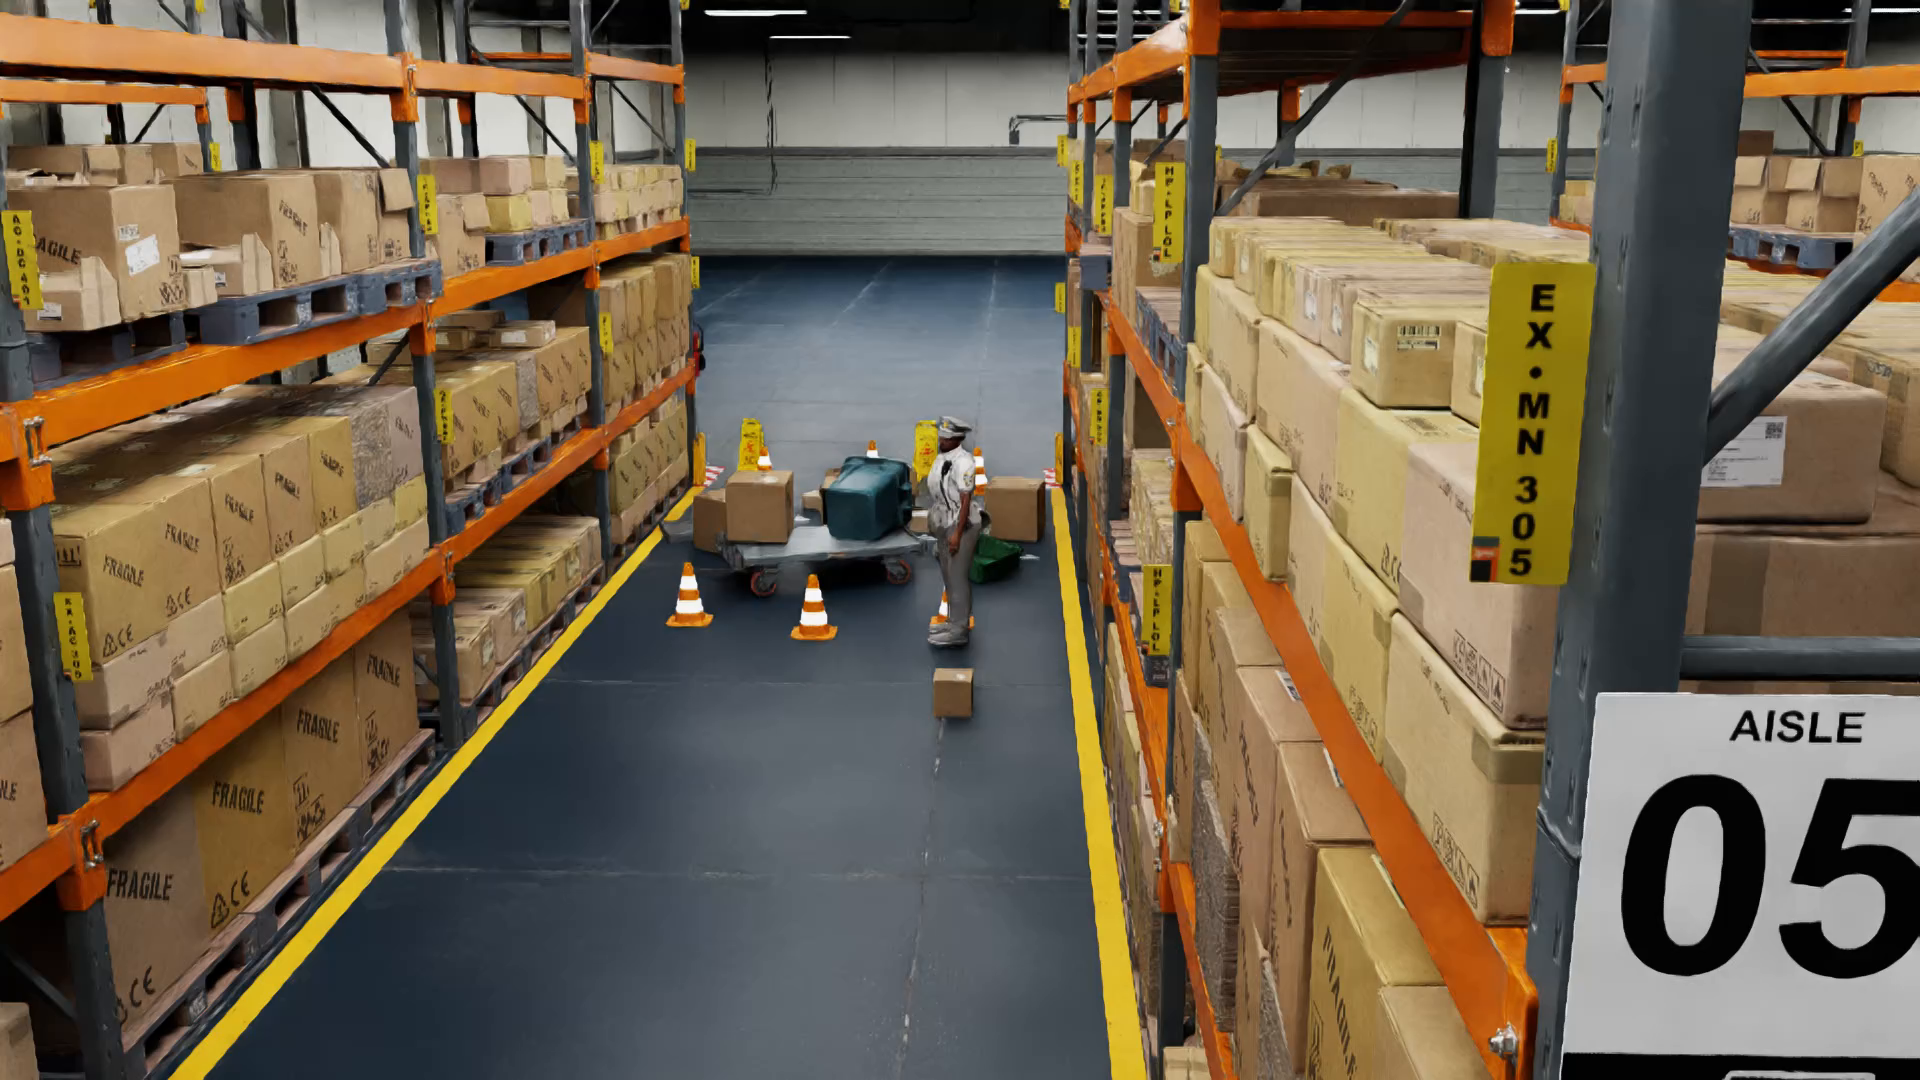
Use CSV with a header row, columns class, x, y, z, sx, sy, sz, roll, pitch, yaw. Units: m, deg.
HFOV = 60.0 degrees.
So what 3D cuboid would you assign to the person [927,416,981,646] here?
class,x,y,z,sx,sy,sz,roll,pitch,yaw
person,-0.087,-0.078,12.176,0.430,1.685,0.519,-6,15,-24
